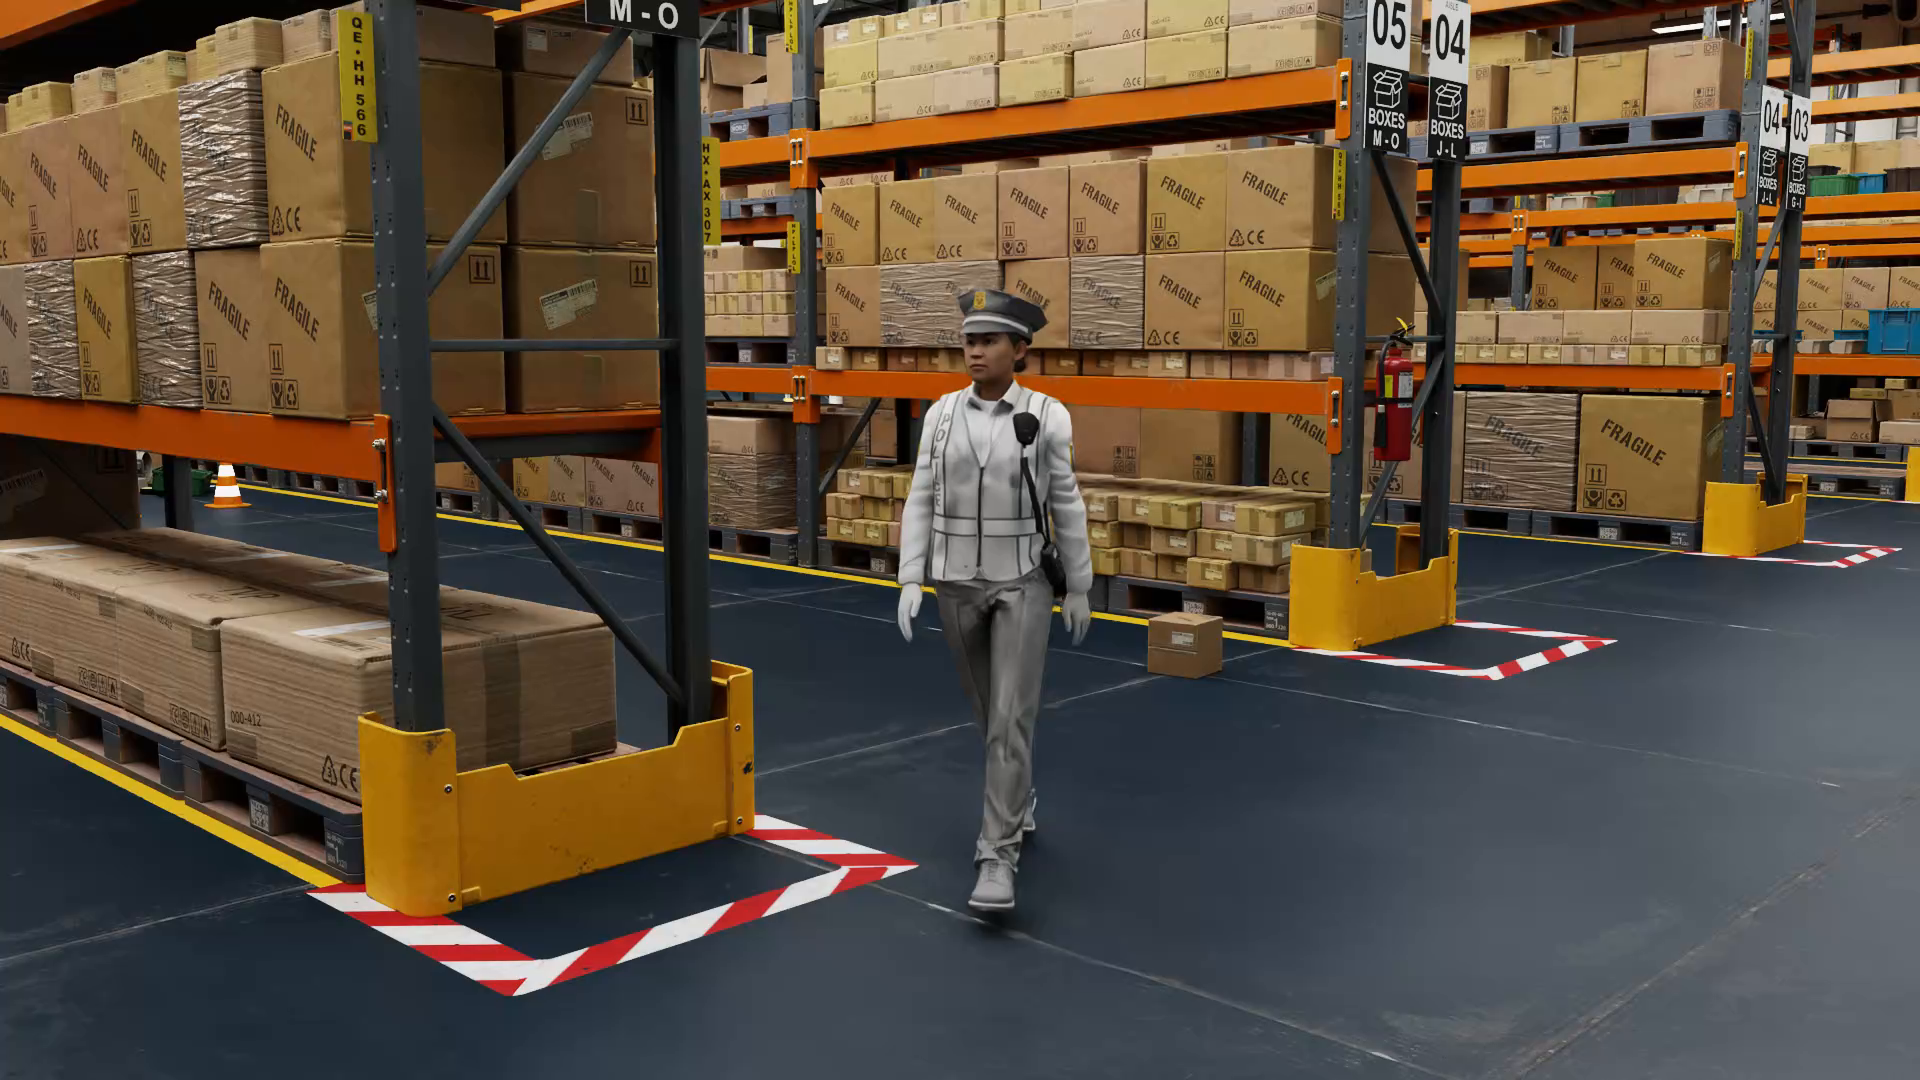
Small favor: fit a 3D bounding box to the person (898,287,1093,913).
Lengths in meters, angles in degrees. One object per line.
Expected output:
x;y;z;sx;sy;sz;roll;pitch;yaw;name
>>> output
0.076;0.117;4.653;0.527;1.631;0.967;2;8;18;person
